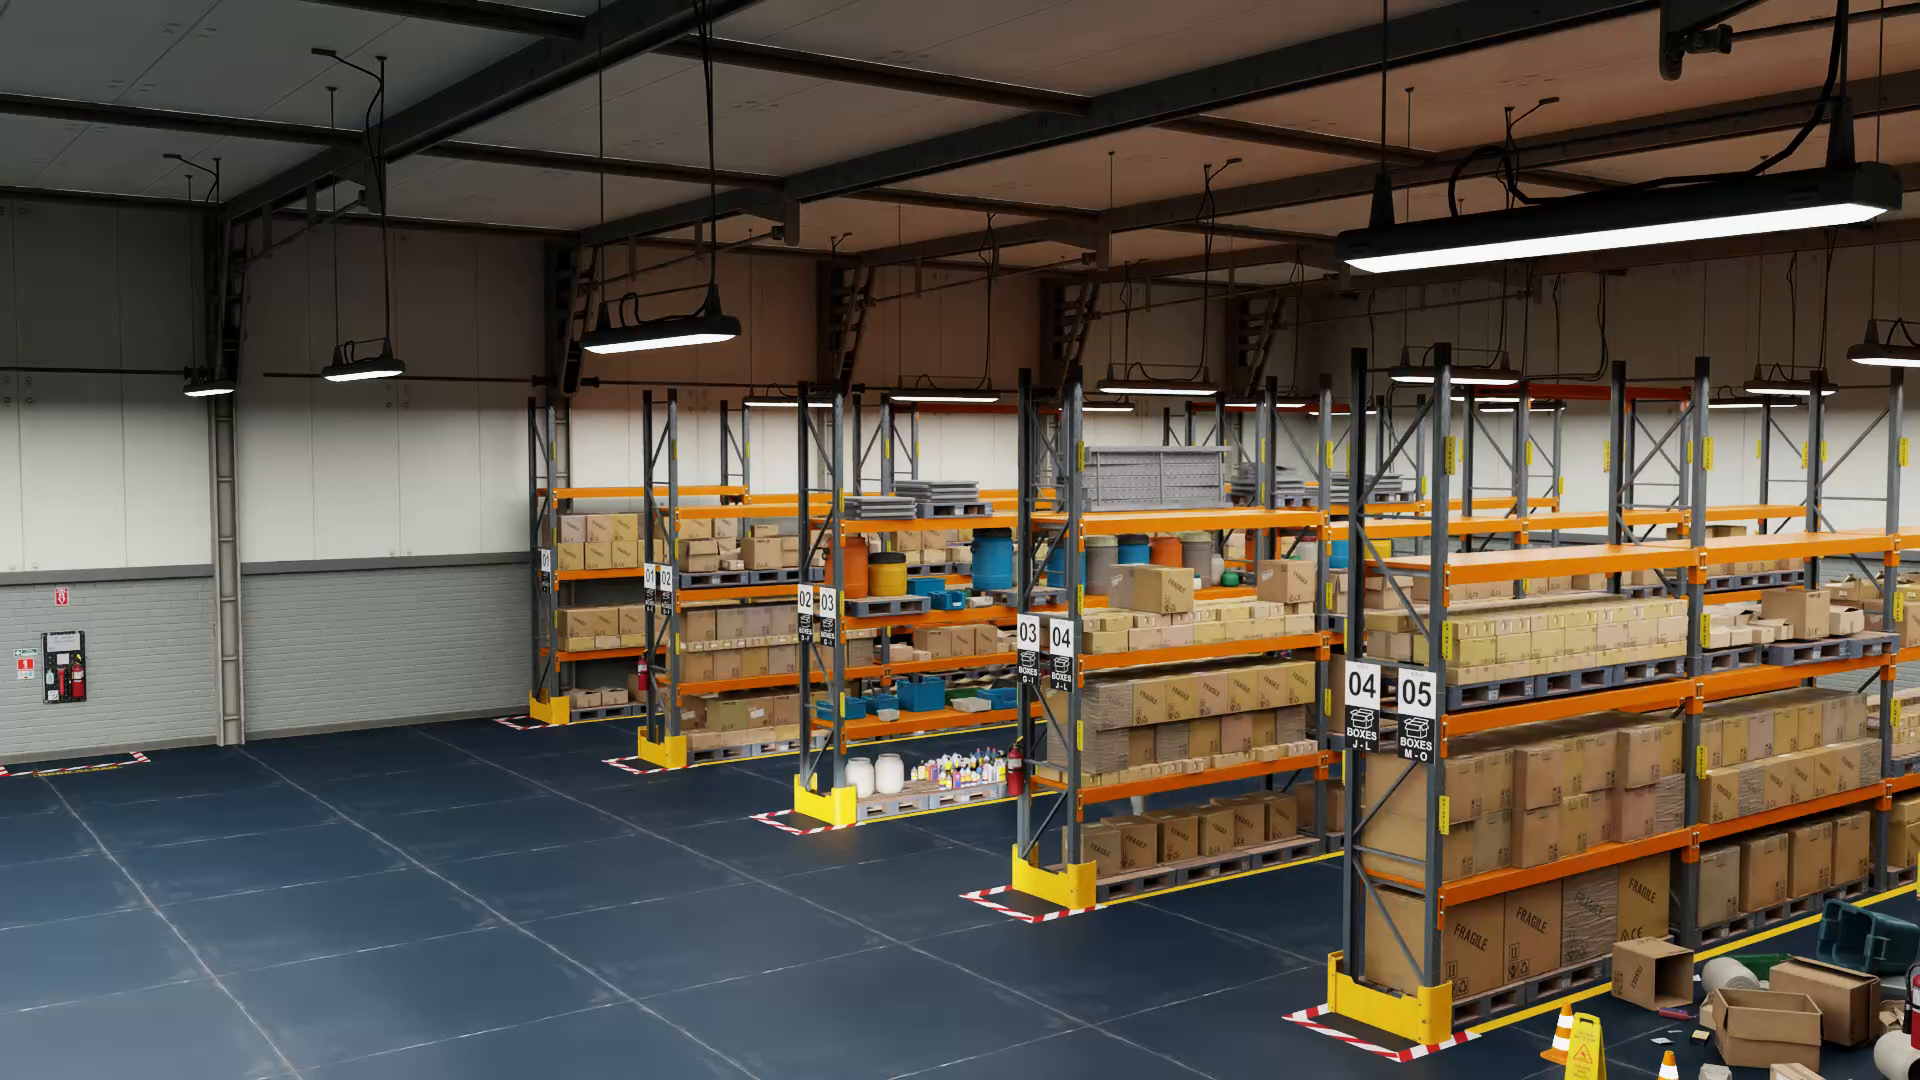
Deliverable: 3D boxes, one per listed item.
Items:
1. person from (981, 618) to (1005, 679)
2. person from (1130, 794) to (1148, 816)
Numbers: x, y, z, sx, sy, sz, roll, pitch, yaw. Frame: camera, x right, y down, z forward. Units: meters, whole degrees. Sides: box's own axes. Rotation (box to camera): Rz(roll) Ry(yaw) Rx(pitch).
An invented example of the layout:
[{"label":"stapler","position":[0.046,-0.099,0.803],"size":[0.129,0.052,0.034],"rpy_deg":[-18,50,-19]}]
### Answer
[{"label":"person","position":[0.612,2.333,32.852],"size":[0.778,1.756,0.585],"rpy_deg":[0,3,-2]},{"label":"person","position":[2.373,3.011,22.325],"size":[0.441,1.680,0.641],"rpy_deg":[3,4,40]}]
